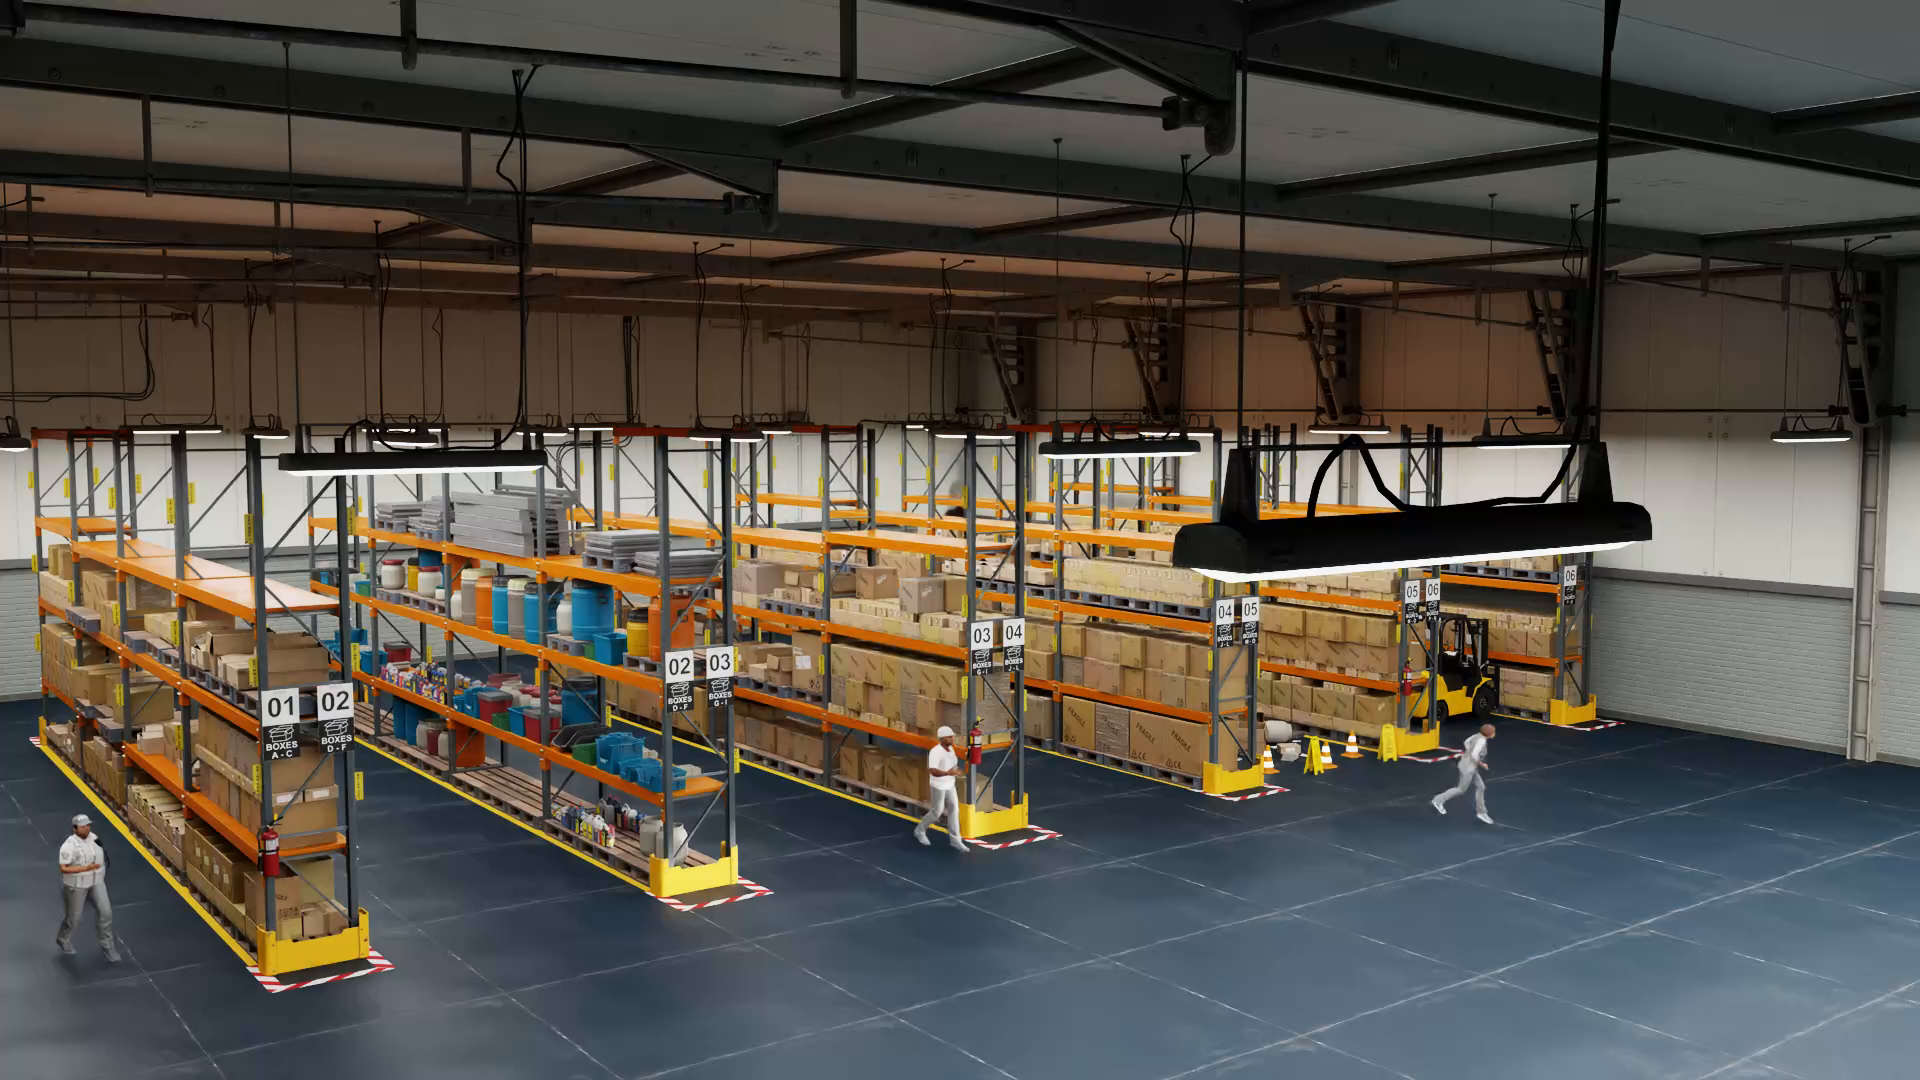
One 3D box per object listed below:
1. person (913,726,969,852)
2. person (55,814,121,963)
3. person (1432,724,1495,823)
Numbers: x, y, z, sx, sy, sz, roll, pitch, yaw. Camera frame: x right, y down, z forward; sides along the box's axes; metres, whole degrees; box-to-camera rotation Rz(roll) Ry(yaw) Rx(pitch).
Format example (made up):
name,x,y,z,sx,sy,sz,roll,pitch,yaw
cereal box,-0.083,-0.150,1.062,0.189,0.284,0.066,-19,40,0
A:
name,x,y,z,sx,sy,sz,roll,pitch,yaw
person,-0.270,3.558,23.912,0.860,1.789,0.711,3,5,29
person,-10.074,3.988,19.094,0.862,1.706,0.594,2,5,29
person,7.752,3.578,25.611,0.915,1.547,0.572,1,5,9
